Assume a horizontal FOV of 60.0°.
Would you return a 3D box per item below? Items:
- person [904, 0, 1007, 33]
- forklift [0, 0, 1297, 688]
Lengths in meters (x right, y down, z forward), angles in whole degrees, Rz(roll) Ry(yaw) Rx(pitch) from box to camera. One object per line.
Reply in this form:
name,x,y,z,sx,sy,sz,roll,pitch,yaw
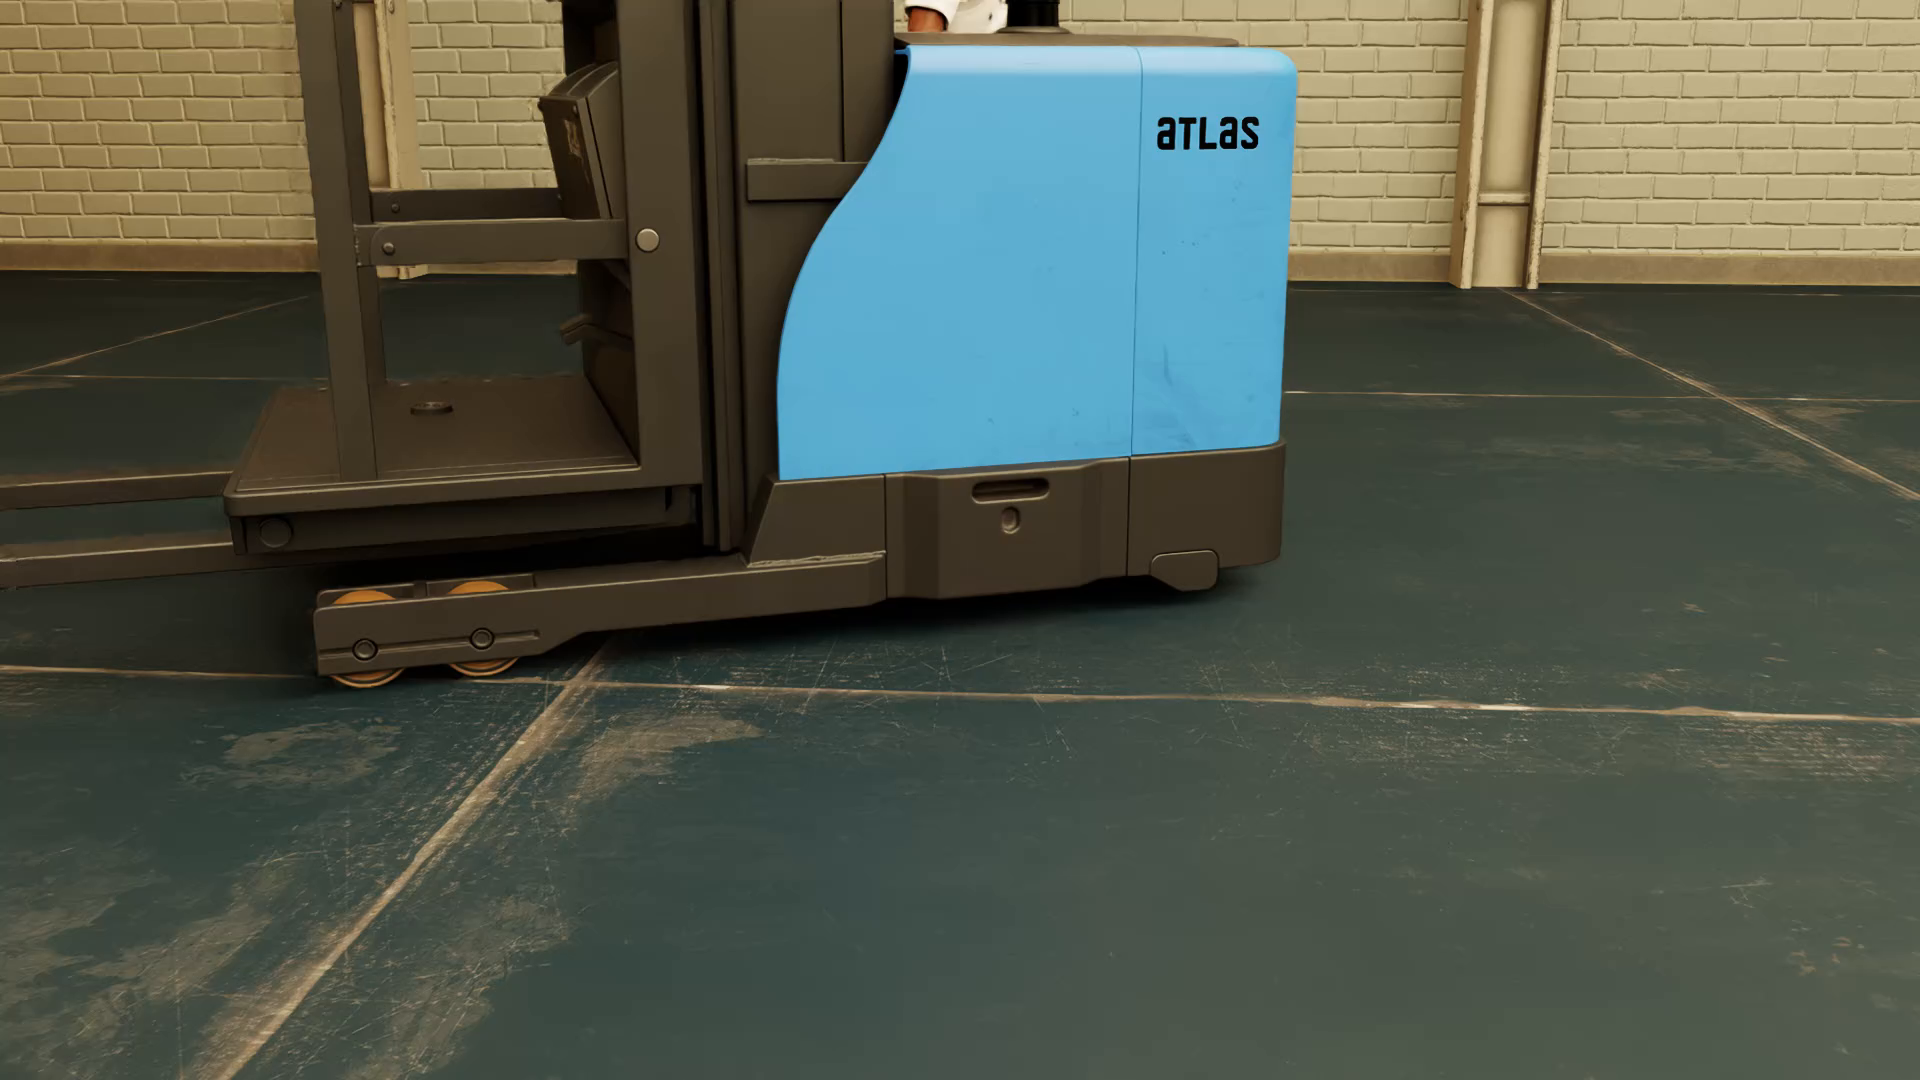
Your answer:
person,0.035,-1.106,4.651,0.476,1.732,0.886,4,16,13
forklift,-0.913,-1.313,3.058,3.031,2.935,1.130,-5,16,-17
